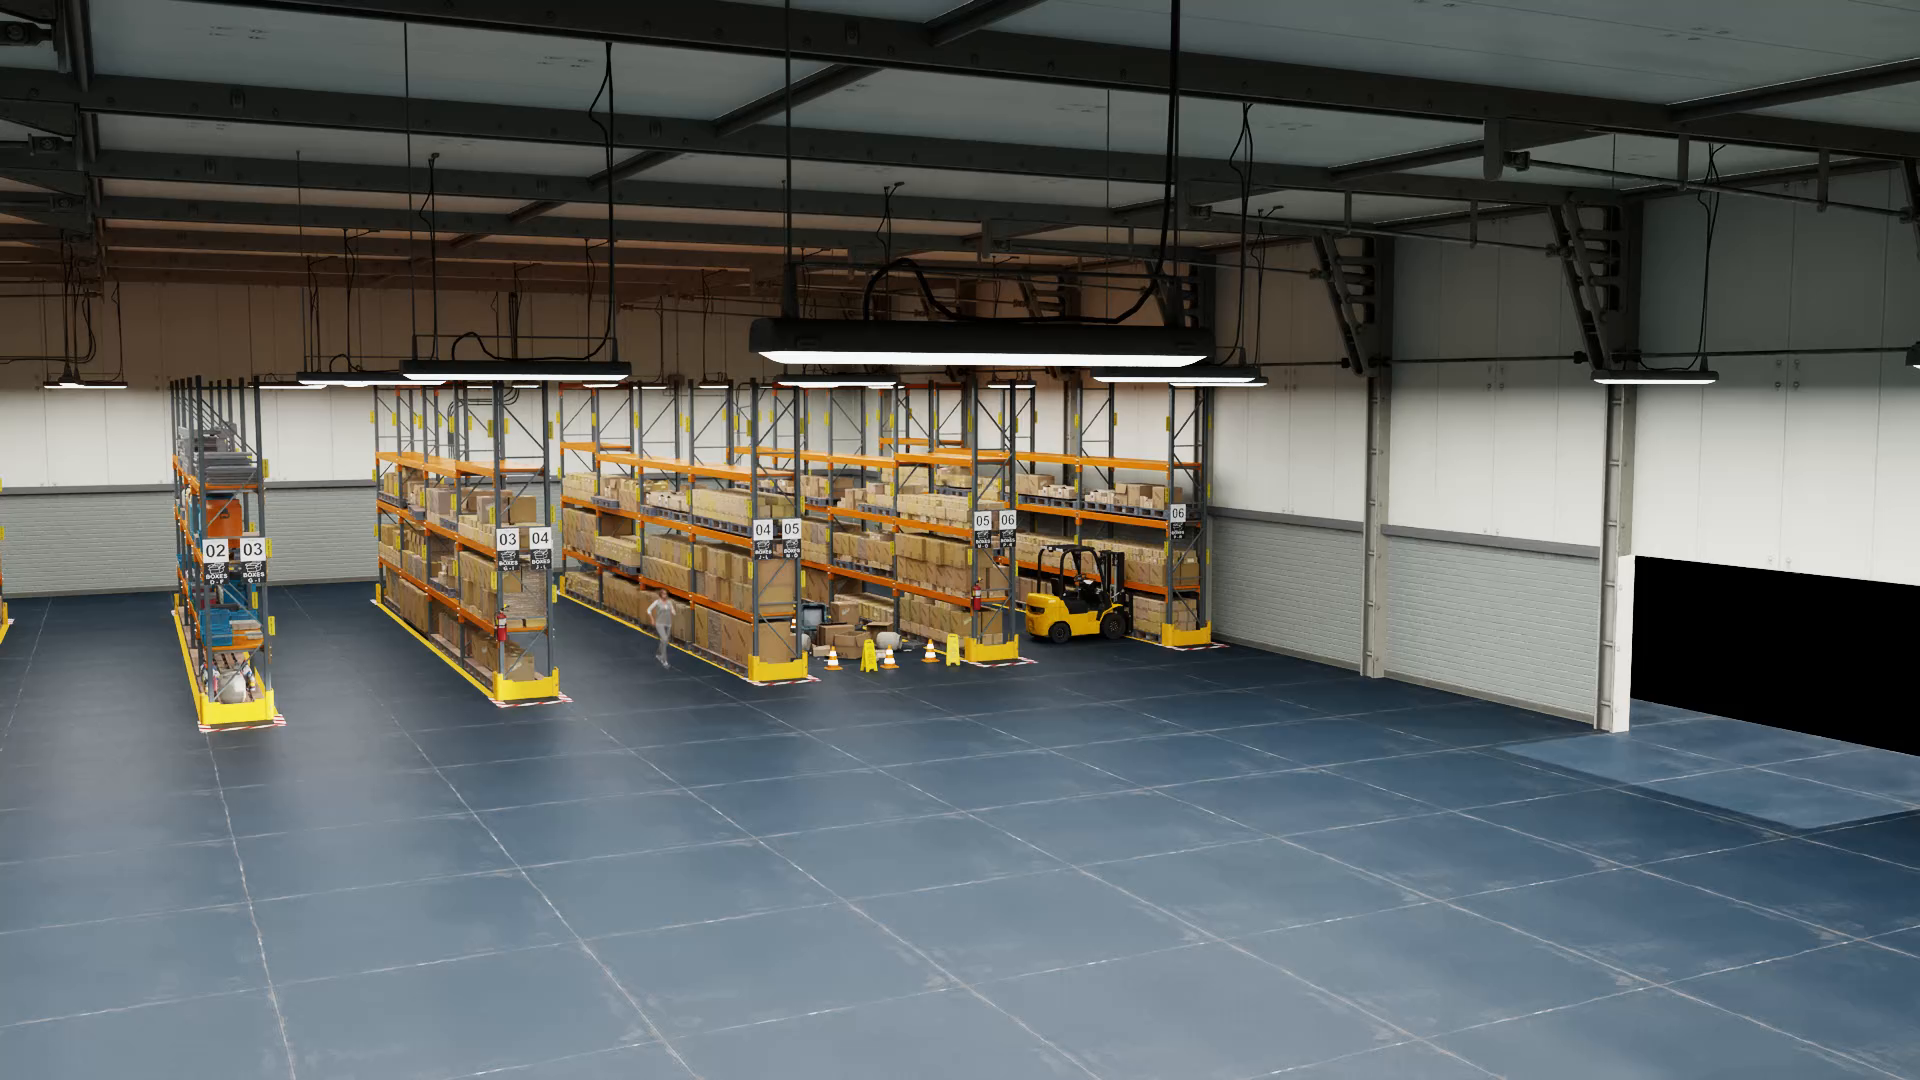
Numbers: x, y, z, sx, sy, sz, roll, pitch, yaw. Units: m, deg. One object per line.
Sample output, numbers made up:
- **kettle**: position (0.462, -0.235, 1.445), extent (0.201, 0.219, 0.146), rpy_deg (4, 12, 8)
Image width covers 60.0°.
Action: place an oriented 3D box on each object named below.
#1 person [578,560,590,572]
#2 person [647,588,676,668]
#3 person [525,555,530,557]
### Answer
- **person**: position (-10.951, 0.554, 48.861), extent (0.554, 1.665, 0.790), rpy_deg (-1, 5, -8)
- **person**: position (-6.209, 1.833, 34.770), extent (0.507, 1.638, 0.728), rpy_deg (-4, 7, -41)
- **person**: position (-11.808, 0.843, 45.292), extent (0.697, 1.826, 0.704), rpy_deg (-2, 6, -25)
